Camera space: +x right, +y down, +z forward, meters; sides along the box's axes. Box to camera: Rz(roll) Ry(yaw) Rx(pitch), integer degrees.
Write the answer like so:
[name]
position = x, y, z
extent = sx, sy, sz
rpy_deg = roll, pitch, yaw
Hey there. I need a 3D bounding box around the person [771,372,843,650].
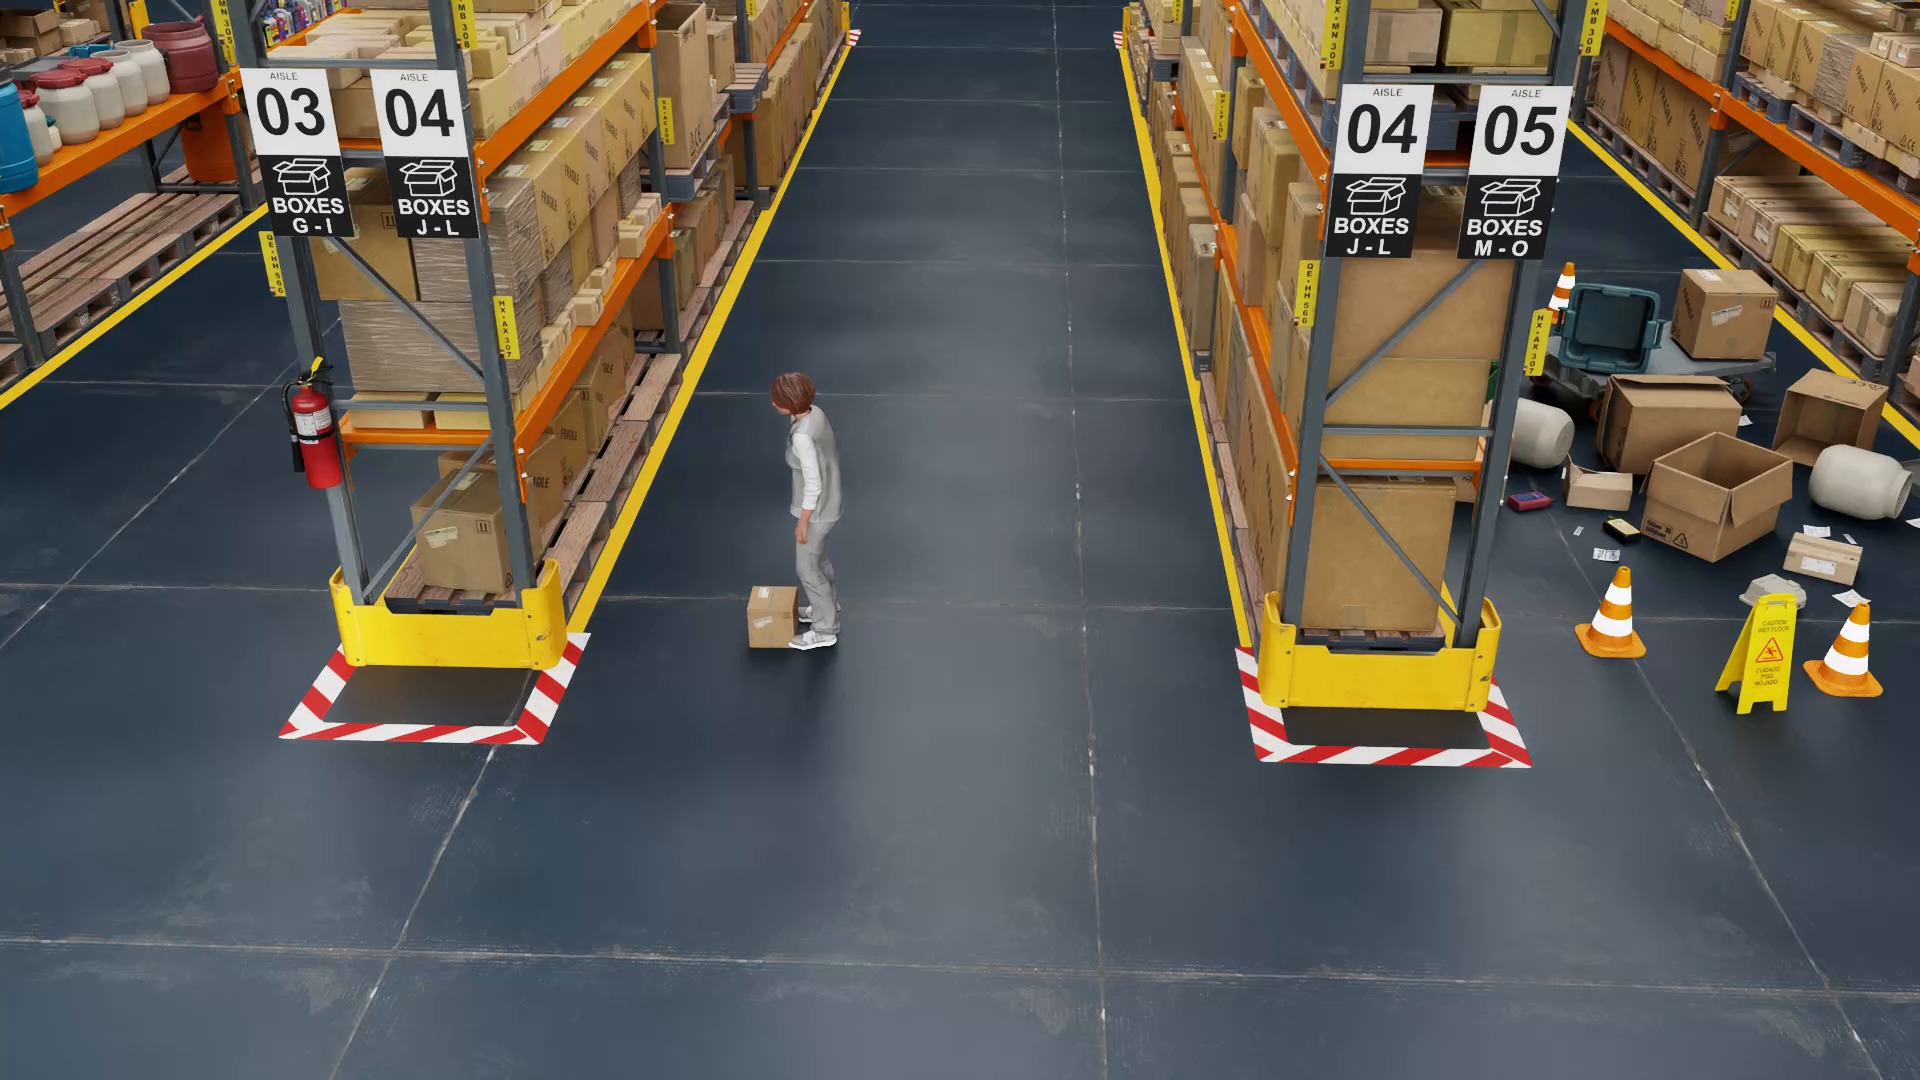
[person]
position = -0.800, -0.162, 8.935
extent = 0.350, 1.593, 0.472
rpy_deg = 0, 28, 1
